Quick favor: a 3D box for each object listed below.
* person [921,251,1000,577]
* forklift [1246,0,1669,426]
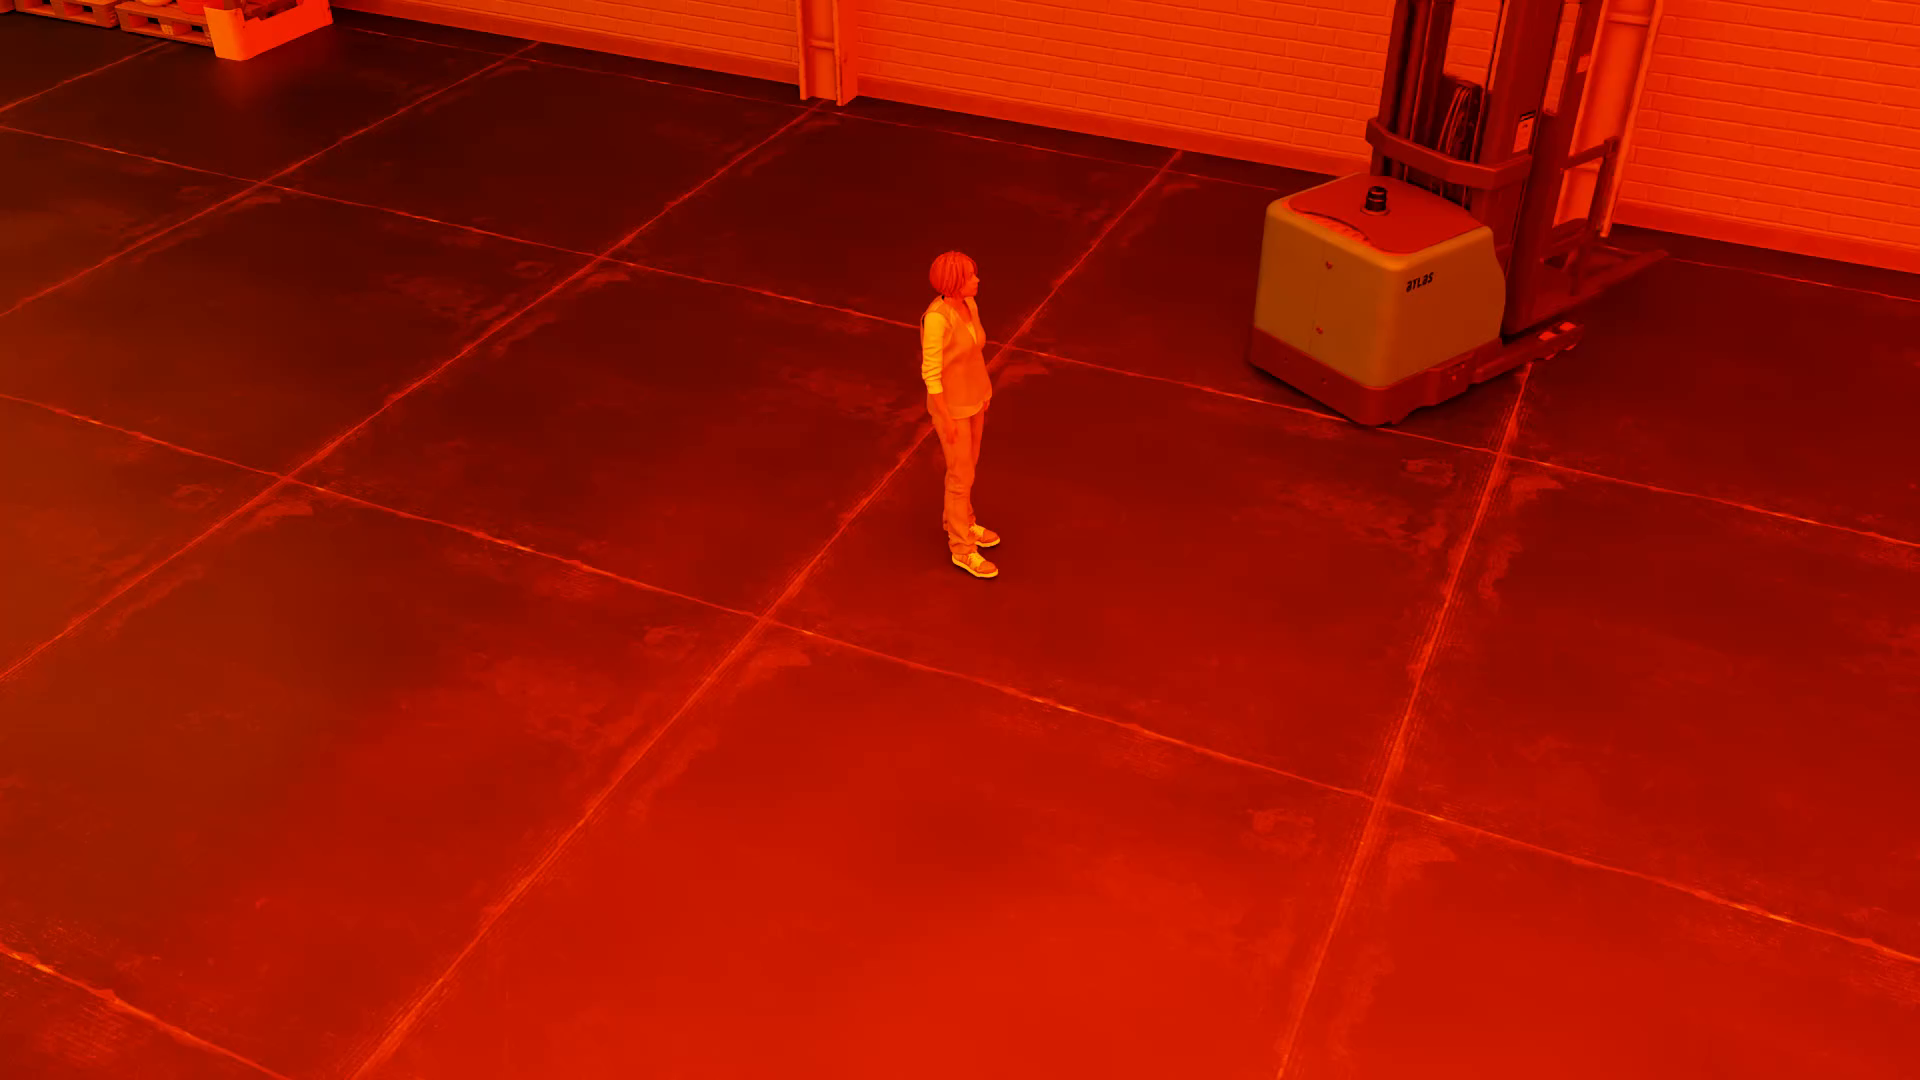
[{"bbox_3d":[0.062,-0.631,8.107,0.473,1.599,0.521,15,38,20],"label":"person"},{"bbox_3d":[3.216,-2.520,9.620,3.031,2.935,1.130,-23,42,-29],"label":"forklift"}]
